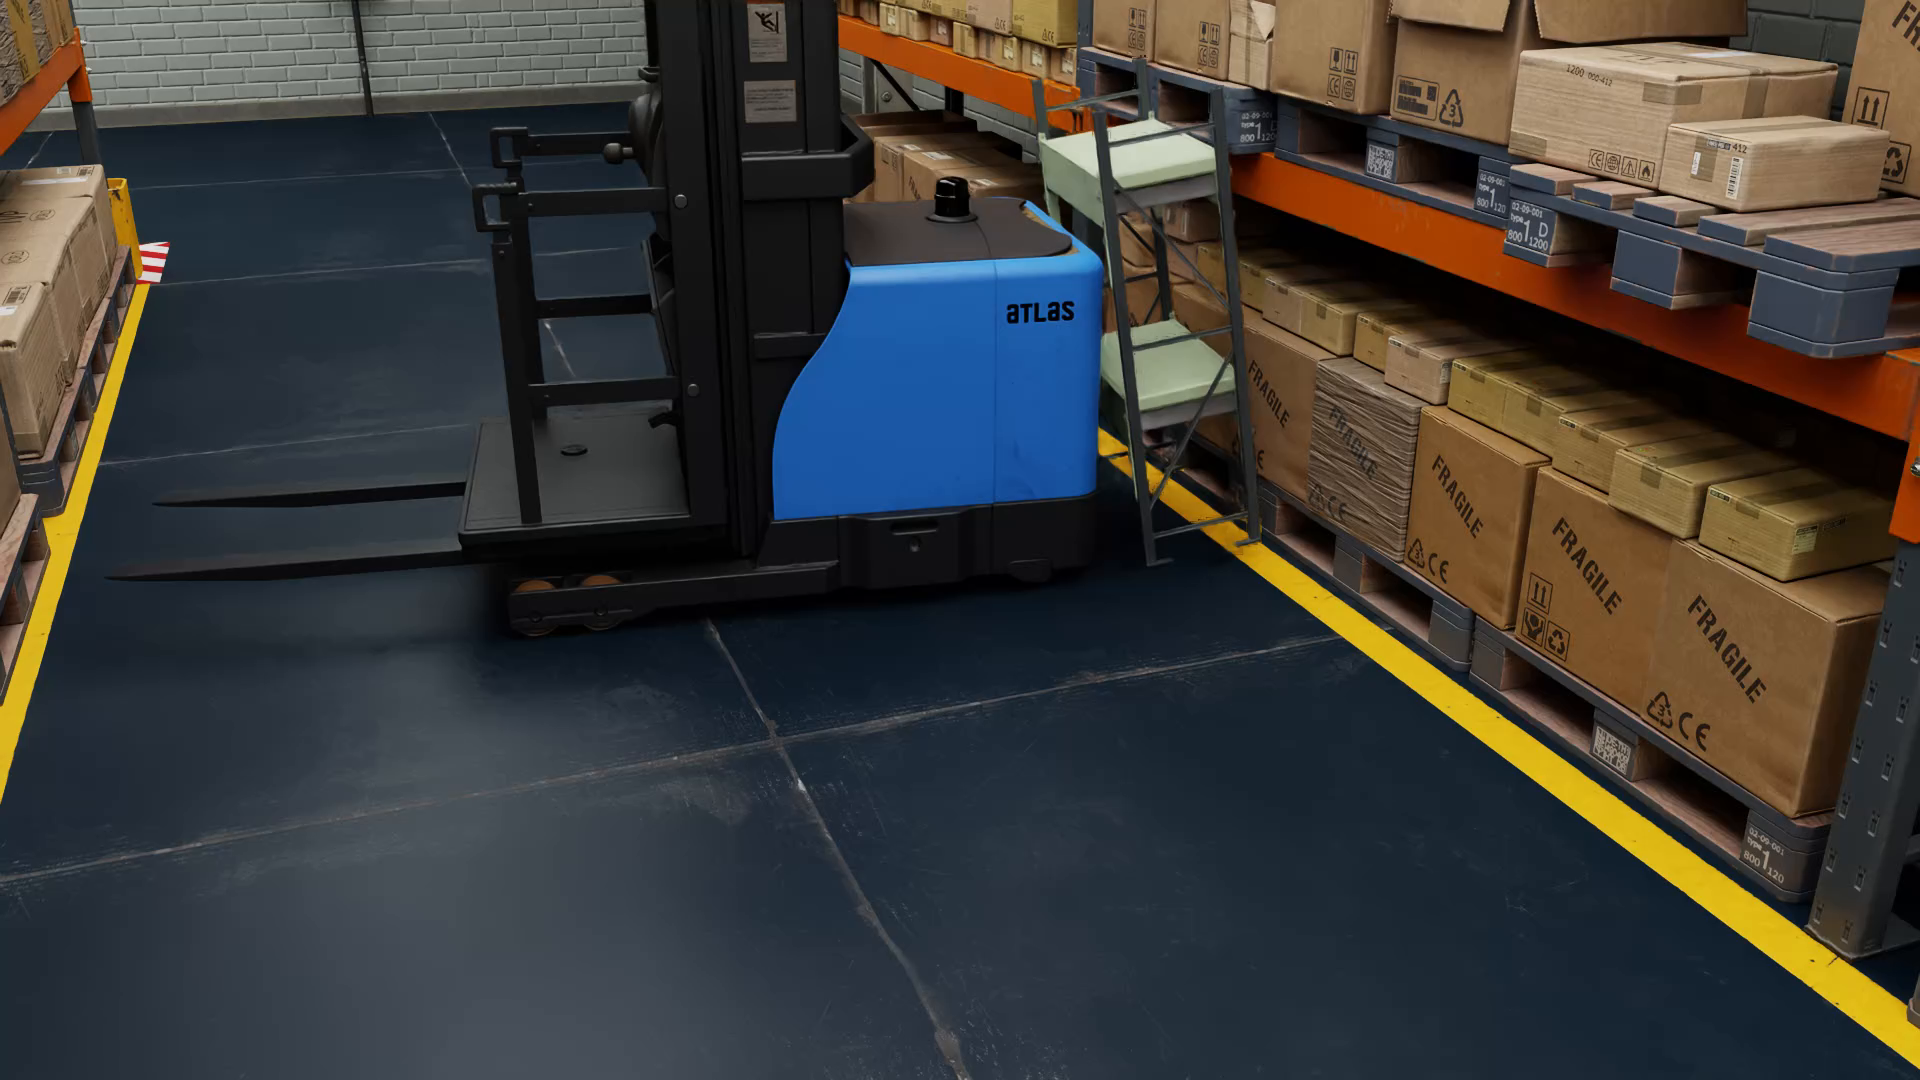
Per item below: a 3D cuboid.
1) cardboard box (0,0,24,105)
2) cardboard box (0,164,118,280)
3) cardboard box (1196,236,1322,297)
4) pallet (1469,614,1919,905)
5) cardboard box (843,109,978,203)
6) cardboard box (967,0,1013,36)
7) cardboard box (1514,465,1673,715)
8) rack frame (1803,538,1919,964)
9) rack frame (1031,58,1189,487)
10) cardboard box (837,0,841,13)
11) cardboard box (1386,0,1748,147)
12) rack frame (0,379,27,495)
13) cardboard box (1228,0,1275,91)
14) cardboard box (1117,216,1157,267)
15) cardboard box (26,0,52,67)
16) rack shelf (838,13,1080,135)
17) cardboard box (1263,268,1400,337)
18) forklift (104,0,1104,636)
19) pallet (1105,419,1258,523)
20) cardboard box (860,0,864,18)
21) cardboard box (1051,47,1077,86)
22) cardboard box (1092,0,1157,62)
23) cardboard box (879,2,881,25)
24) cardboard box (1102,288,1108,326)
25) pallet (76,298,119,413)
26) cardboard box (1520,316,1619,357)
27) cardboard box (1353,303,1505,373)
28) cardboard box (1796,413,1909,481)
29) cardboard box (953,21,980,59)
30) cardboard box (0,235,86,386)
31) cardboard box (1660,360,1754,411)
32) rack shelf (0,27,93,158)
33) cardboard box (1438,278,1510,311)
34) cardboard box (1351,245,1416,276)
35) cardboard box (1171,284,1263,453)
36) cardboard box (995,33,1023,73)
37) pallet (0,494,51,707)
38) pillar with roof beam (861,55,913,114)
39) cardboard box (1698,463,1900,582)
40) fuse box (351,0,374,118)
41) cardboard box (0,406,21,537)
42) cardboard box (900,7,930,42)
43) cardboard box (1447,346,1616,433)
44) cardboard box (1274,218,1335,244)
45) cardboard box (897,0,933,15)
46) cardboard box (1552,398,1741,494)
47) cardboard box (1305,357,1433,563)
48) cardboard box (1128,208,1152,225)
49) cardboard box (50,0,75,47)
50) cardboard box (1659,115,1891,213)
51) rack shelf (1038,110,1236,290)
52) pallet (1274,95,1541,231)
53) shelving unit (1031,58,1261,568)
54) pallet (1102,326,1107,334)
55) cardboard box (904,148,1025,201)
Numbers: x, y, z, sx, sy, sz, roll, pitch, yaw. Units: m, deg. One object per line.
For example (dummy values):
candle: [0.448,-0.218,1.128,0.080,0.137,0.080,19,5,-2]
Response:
cardboard box: [-3.958,-1.948,6.381,0.500,0.500,0.500,-8,24,-19]
cardboard box: [-4.780,-1.571,8.373,0.875,0.438,0.875,-9,25,-21]
cardboard box: [1.098,-1.005,6.115,0.380,0.149,0.250,-10,25,-22]
pallet: [2.133,0.449,4.413,1.003,0.211,1.213,-8,24,-19]
cardboard box: [-0.337,-2.274,9.957,0.797,0.503,0.637,-9,25,-21]
cardboard box: [0.349,-2.412,7.422,0.500,0.250,0.500,-8,24,-19]
cardboard box: [1.844,0.091,4.349,0.500,0.500,0.500,-9,24,-20]
rack frame: [2.361,-0.559,3.215,1.000,3.000,0.127,-8,24,-19]
rack frame: [0.547,-0.907,5.894,0.400,1.500,0.023,-13,25,-7]
cardboard box: [-0.605,-3.193,9.788,0.380,0.149,0.250,-9,24,-19]
cardboard box: [1.612,-1.368,4.461,0.797,0.503,0.637,-9,24,-20]
rack frame: [-3.694,-1.330,5.045,1.000,3.000,0.127,-8,24,-19]
cardboard box: [1.080,-1.587,5.286,0.396,0.266,0.258,-7,24,-16]
cardboard box: [0.826,-1.187,6.546,0.380,0.149,0.250,-7,24,-16]
cardboard box: [-4.335,-2.321,7.266,0.500,0.500,0.500,-8,24,-17]
rack shelf: [0.242,-2.408,8.527,1.077,0.370,4.000,-8,24,-19]
cardboard box: [1.261,-0.811,5.655,0.380,0.149,0.250,-8,24,-19]
forklift: [-1.118,-1.282,5.018,3.031,2.935,1.130,-5,23,-11]
pallet: [1.271,-0.437,6.516,1.003,0.211,1.213,-8,24,-19]
cardboard box: [-0.347,-3.017,9.369,0.380,0.149,0.250,-9,24,-20]
cardboard box: [0.599,-1.978,6.905,0.380,0.149,0.250,-8,24,-18]
cardboard box: [0.910,-2.046,6.073,0.700,0.500,0.500,-8,24,-18]
cardboard box: [-0.216,-2.821,8.904,0.380,0.149,0.250,-8,24,-18]
cardboard box: [0.477,-1.055,7.520,0.380,0.149,0.250,-9,25,-21]
pallet: [-4.324,-0.776,7.321,1.003,0.211,1.213,-8,24,-19]
cardboard box: [1.962,-0.595,5.142,0.380,0.149,0.250,-8,24,-19]
cardboard box: [1.469,-0.627,5.217,0.380,0.149,0.250,-8,24,-19]
cardboard box: [2.400,-0.232,4.282,0.380,0.149,0.250,-8,24,-17]
cardboard box: [0.189,-2.349,7.785,0.380,0.149,0.250,-9,24,-20]
cardboard box: [-4.132,-0.911,6.808,0.875,0.438,0.875,-9,25,-21]
cardboard box: [2.228,-0.423,4.735,0.380,0.149,0.250,-10,25,-21]
rack shelf: [-4.401,-1.726,6.908,1.077,0.370,4.000,-8,24,-19]
cardboard box: [1.845,-0.795,5.616,0.380,0.149,0.250,-8,24,-18]
cardboard box: [1.655,-0.988,6.074,0.380,0.149,0.250,-10,25,-22]
cardboard box: [1.106,-0.656,6.121,0.500,0.500,0.500,-9,24,-20]
cardboard box: [0.373,-2.161,7.339,0.380,0.149,0.250,-8,24,-18]
pallet: [-3.351,0.225,4.945,1.003,0.211,1.213,-8,24,-19]
pillar with roof beam: [-4.601,-6.743,10.163,9.100,9.000,0.400,-8,24,-19]
cardboard box: [1.950,-0.045,3.837,0.380,0.149,0.250,-10,25,-22]
fuse box: [-5.104,-4.471,14.155,0.539,1.711,0.414,-8,24,-19]
cardboard box: [-3.400,-0.331,4.867,0.875,0.875,0.875,-8,24,-17]
cardboard box: [-0.085,-2.626,8.441,0.380,0.149,0.250,-8,24,-18]
cardboard box: [1.633,-0.434,4.760,0.380,0.149,0.250,-9,24,-20]
cardboard box: [1.446,-1.164,6.493,0.380,0.149,0.250,-8,24,-19]
cardboard box: [0.005,-2.783,8.300,0.500,0.250,0.500,-9,24,-20]
cardboard box: [1.773,-0.241,4.303,0.380,0.149,0.250,-9,25,-21]
cardboard box: [1.456,-0.284,5.241,0.500,0.500,0.500,-9,25,-21]
cardboard box: [0.883,-1.332,6.508,0.380,0.149,0.250,-9,24,-20]
cardboard box: [-4.689,-2.691,8.144,0.500,0.500,0.500,-8,24,-19]
cardboard box: [1.770,-0.823,3.624,0.380,0.149,0.250,-8,24,-18]
rack shelf: [0.564,-1.119,5.403,0.431,0.370,0.720,-13,25,-7]
pallet: [1.670,-1.177,4.928,1.003,0.211,1.213,-8,24,-19]
shelving unit: [0.623,-0.769,5.564,0.431,1.500,0.755,-13,25,-7]
pallet: [0.707,-0.977,7.798,1.003,0.211,1.213,-8,24,-19]
cardboard box: [0.021,-1.751,8.720,0.500,0.500,0.500,-8,24,-18]
